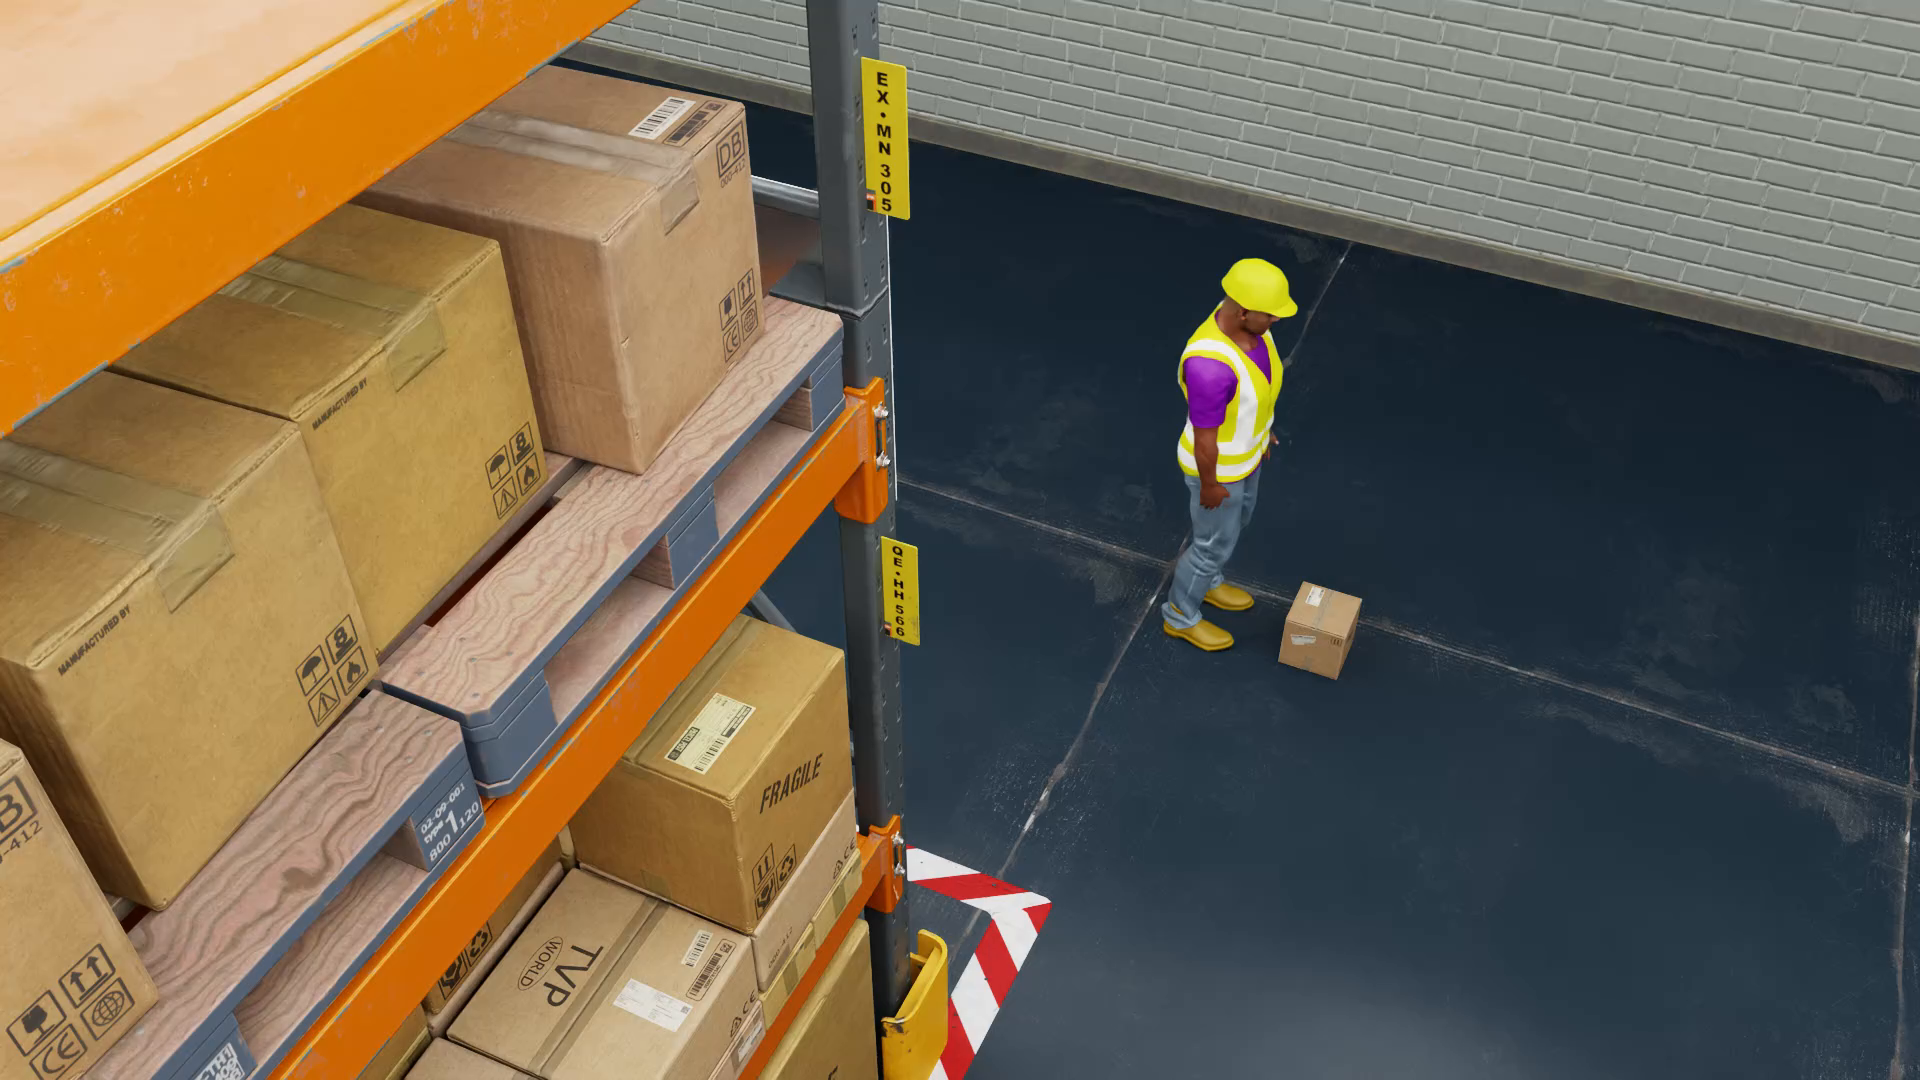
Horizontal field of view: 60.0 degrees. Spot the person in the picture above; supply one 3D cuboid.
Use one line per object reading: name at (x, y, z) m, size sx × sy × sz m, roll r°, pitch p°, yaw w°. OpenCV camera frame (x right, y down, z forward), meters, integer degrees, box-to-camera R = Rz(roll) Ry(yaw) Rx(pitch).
person at (1.045, -0.344, 6.532) m, size 0.368 × 1.759 × 0.569 m, roll 18°, pitch 45°, yaw 19°
